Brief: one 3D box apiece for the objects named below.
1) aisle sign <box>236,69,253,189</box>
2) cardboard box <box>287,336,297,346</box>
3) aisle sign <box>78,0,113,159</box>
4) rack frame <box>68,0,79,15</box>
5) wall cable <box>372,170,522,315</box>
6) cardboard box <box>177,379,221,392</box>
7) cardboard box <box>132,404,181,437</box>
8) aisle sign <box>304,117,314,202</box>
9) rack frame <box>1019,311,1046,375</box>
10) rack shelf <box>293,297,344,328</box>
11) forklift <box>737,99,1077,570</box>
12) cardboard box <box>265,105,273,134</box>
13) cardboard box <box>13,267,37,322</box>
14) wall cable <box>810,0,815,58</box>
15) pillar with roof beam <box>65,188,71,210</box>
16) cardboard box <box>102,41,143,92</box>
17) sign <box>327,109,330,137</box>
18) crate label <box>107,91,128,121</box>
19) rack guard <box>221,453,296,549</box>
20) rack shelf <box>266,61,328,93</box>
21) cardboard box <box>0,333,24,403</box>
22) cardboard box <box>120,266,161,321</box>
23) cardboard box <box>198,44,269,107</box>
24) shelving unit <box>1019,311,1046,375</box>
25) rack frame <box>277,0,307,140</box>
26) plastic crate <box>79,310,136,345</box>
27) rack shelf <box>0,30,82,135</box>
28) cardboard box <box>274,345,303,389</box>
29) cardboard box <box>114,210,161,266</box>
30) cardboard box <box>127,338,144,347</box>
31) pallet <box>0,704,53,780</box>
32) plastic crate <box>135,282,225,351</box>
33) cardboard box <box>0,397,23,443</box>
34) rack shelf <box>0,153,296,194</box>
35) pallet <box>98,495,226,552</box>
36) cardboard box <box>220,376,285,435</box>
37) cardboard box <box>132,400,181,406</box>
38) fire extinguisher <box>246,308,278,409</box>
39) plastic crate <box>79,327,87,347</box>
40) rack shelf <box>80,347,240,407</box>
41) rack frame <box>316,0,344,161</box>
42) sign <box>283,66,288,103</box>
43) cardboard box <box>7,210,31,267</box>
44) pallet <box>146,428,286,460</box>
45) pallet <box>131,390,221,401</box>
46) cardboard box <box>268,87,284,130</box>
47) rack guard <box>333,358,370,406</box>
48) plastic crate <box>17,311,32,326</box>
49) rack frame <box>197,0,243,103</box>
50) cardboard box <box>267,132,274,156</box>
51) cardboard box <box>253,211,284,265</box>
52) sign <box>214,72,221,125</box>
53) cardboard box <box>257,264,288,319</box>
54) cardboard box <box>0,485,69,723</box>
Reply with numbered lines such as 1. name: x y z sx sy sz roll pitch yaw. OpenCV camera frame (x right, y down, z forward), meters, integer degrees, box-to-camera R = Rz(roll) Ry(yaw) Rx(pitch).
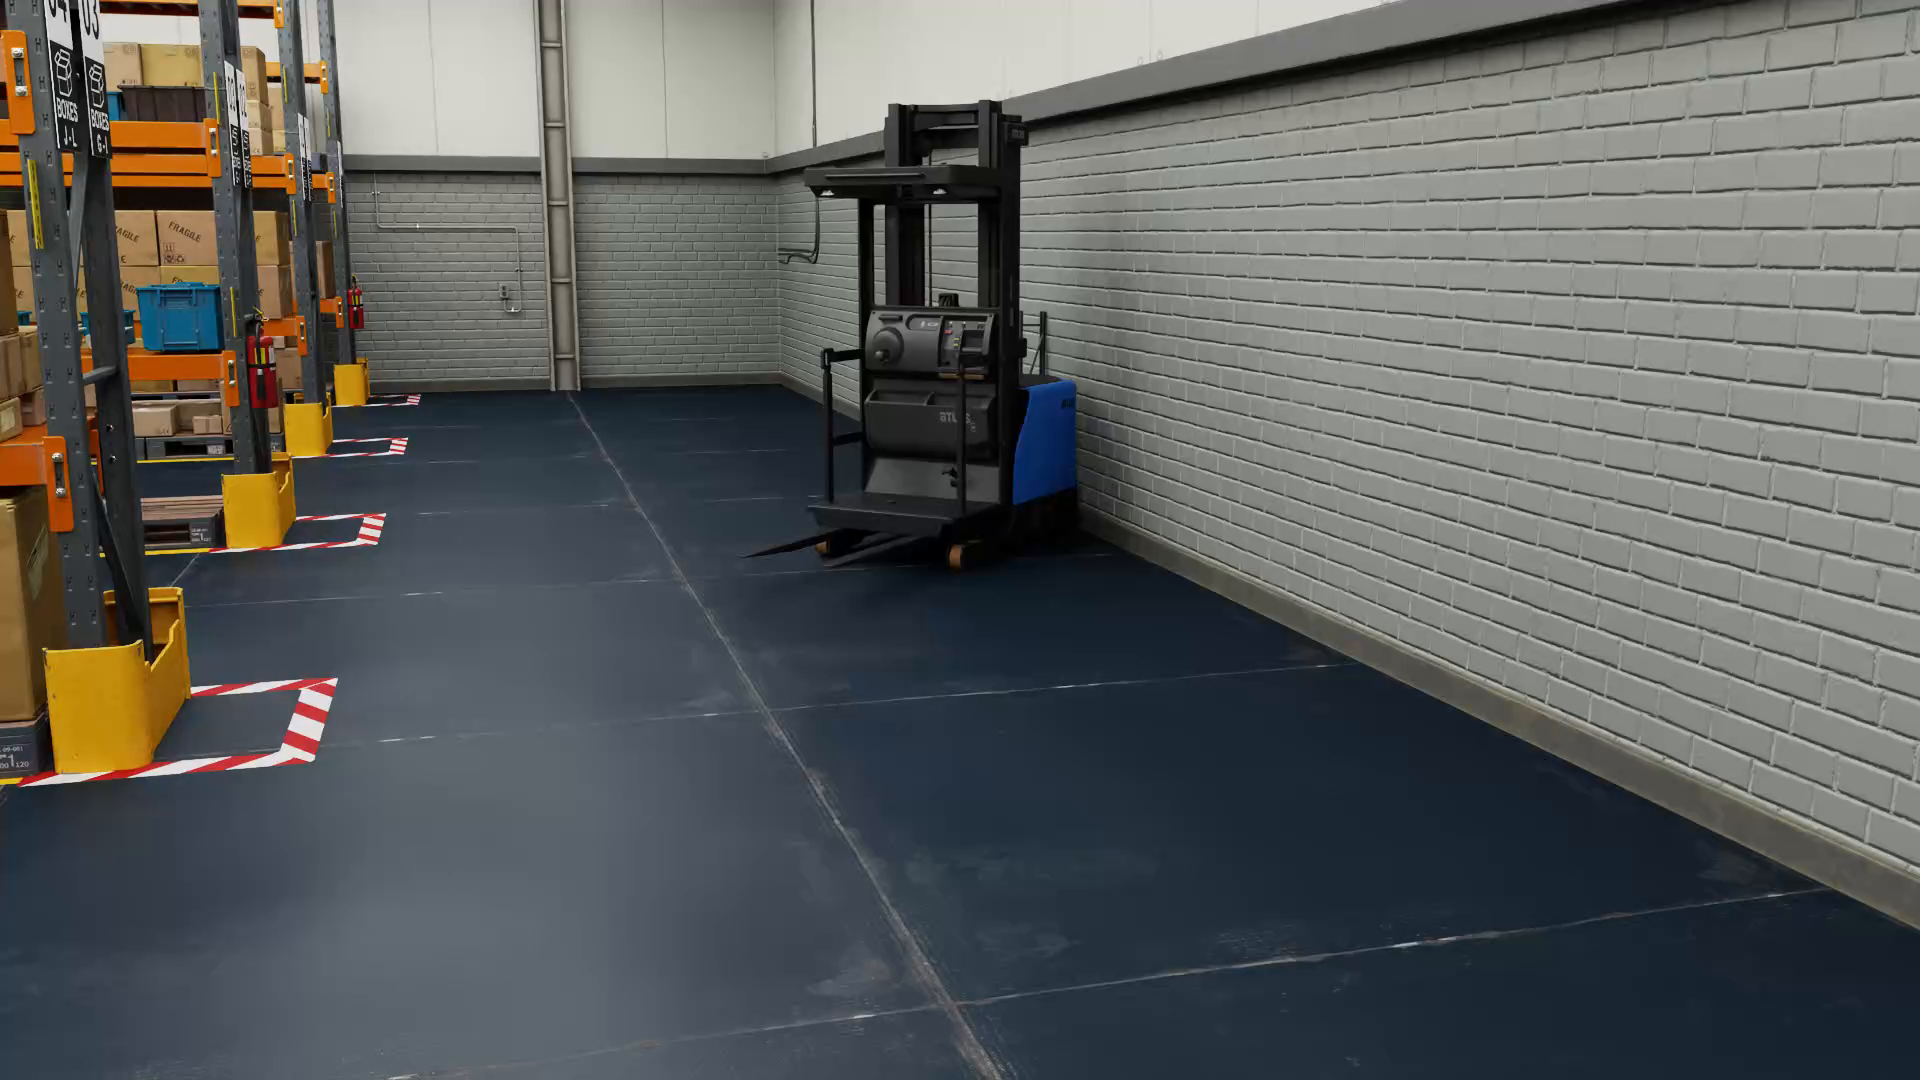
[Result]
1. aisle sign: -4.981 -2.854 11.582 0.004 0.787 0.394 -3 11 -16
2. cardboard box: -8.316 -2.527 20.938 0.250 0.149 0.380 -3 11 -16
3. aisle sign: -3.597 -1.993 6.908 0.004 0.787 0.394 -3 11 -16
4. rack frame: -3.582 -3.609 6.297 0.127 3.000 1.000 -3 11 -16
5. wall cable: -6.771 -3.971 22.025 1.851 1.984 0.084 -3 11 -16
6. cardboard box: -9.343 -2.115 20.497 0.500 0.500 0.700 -3 11 -18
7. cardboard box: -7.721 -1.132 15.790 0.500 0.250 0.500 -3 11 -16
8. aisle sign: -6.364 -3.714 16.256 0.004 0.787 0.394 -3 11 -16
9. rack frame: 0.529 -0.961 12.471 0.032 1.500 0.500 4 8 24
10. rack shelf: -9.656 -2.787 20.388 4.000 0.370 1.077 -3 11 -16
11. forklift: -0.300 -1.341 10.737 1.130 2.935 3.031 6 12 28
12. cardboard box: -6.914 -4.048 15.997 0.500 0.250 0.500 -3 11 -16
13. cardboard box: -8.651 -2.258 15.249 0.500 0.500 0.500 -3 11 -16
14. wall cable: -1.449 -6.903 18.816 0.112 2.526 3.097 -3 11 -16
15. pillar with roof beam: -9.943 -5.427 16.174 0.400 9.000 9.100 -3 11 -16
16. cardboard box: -7.790 -4.314 15.372 0.500 0.500 0.700 -3 11 -16
17. sign: -7.598 -5.019 20.011 0.005 0.325 0.100 -3 11 -16
18. crate label: -5.943 -2.931 11.311 0.502 0.251 0.408 -3 11 -16
19. rack guard: -4.947 -0.294 11.762 0.348 0.500 1.175 -3 11 -16
20. rack shelf: -9.656 -5.541 19.881 4.000 0.370 1.077 -3 11 -16
21. cardboard box: -3.974 -0.661 6.443 0.500 0.250 0.500 -3 11 -17
22. cardboard box: -7.679 -2.309 15.528 0.500 0.500 0.500 -3 11 -15
23. cardboard box: -6.836 -4.368 15.668 0.500 0.500 0.700 -3 11 -16
24. shelving unit: 0.065 -0.990 12.676 1.048 1.500 0.538 4 8 24
25. rack frame: -6.348 -5.332 15.652 0.127 3.000 1.000 -3 11 -16
26. plastic crate: -5.928 -1.478 11.589 0.300 0.233 0.416 -3 11 -16
27. rack shelf: -5.503 -1.679 6.084 4.000 0.370 1.077 -3 11 -16
28. cardboard box: -8.380 -2.166 20.774 0.500 0.500 0.700 -3 11 -16
29. cardboard box: -7.680 -2.799 15.427 0.500 0.500 0.500 -3 11 -14
30. cardboard box: -9.949 -2.368 20.076 0.250 0.149 0.380 -3 11 -18
31. pallet: -4.328 0.767 6.799 1.213 0.211 1.003 -3 11 -16
32. plastic crate: -5.236 -1.517 11.240 0.499 0.435 0.616 -3 11 -16
33. cardboard box: -3.832 -0.460 6.454 0.250 0.149 0.380 -3 11 -15
34. rack shelf: -8.268 -3.401 15.439 4.000 0.370 1.077 -3 11 -16
35. pallet: -5.769 -0.113 11.580 1.213 0.211 1.003 -3 11 -16
36. cardboard box: -6.801 -1.298 16.000 0.500 0.500 0.500 -3 11 -16
37. cardboard box: -7.909 -1.216 16.248 0.500 0.250 0.500 -3 11 -16
38. fire extinguisher: -4.695 -1.227 11.170 0.183 0.674 0.296 -3 11 -16
39. plastic crate: -5.981 -1.335 11.074 0.243 0.136 0.396 -3 11 -16
40. rack shelf: -6.887 -1.065 11.033 4.000 0.370 1.077 -3 11 -16
41. rack frame: -7.736 -6.192 20.329 0.127 3.000 1.000 -3 11 -16
42. sign: -6.212 -4.194 15.314 0.005 0.325 0.100 -3 11 -16
43. cardboard box: -8.668 -2.747 15.143 0.500 0.500 0.500 -3 11 -18
44. pallet: -7.186 -0.965 16.207 1.213 0.211 1.003 -3 11 -16
45. pallet: -9.651 -1.755 20.499 1.213 0.211 1.003 -3 11 -16
46. cardboard box: -8.362 -5.184 20.040 0.500 0.500 0.500 -3 11 -16
47. rack guard: -7.713 -2.014 21.105 0.348 0.500 1.175 -3 11 -16
48. plastic crate: -6.560 -1.445 11.408 0.300 0.233 0.416 -3 11 -16
49. rack frame: -4.967 -4.470 10.974 0.127 3.000 1.000 -3 11 -16
50. cardboard box: -6.912 -3.801 16.036 0.500 0.250 0.500 -3 11 -16
51. cardboard box: -6.698 -2.852 15.714 0.500 0.500 0.500 -3 11 -16
52. sign: -4.797 -2.849 10.740 0.005 0.325 0.100 -3 11 -16
53. cardboard box: -6.702 -2.360 15.806 0.500 0.500 0.500 -3 11 -14
54. cardboard box: -4.175 0.226 6.743 0.875 0.875 0.875 -3 11 -16
